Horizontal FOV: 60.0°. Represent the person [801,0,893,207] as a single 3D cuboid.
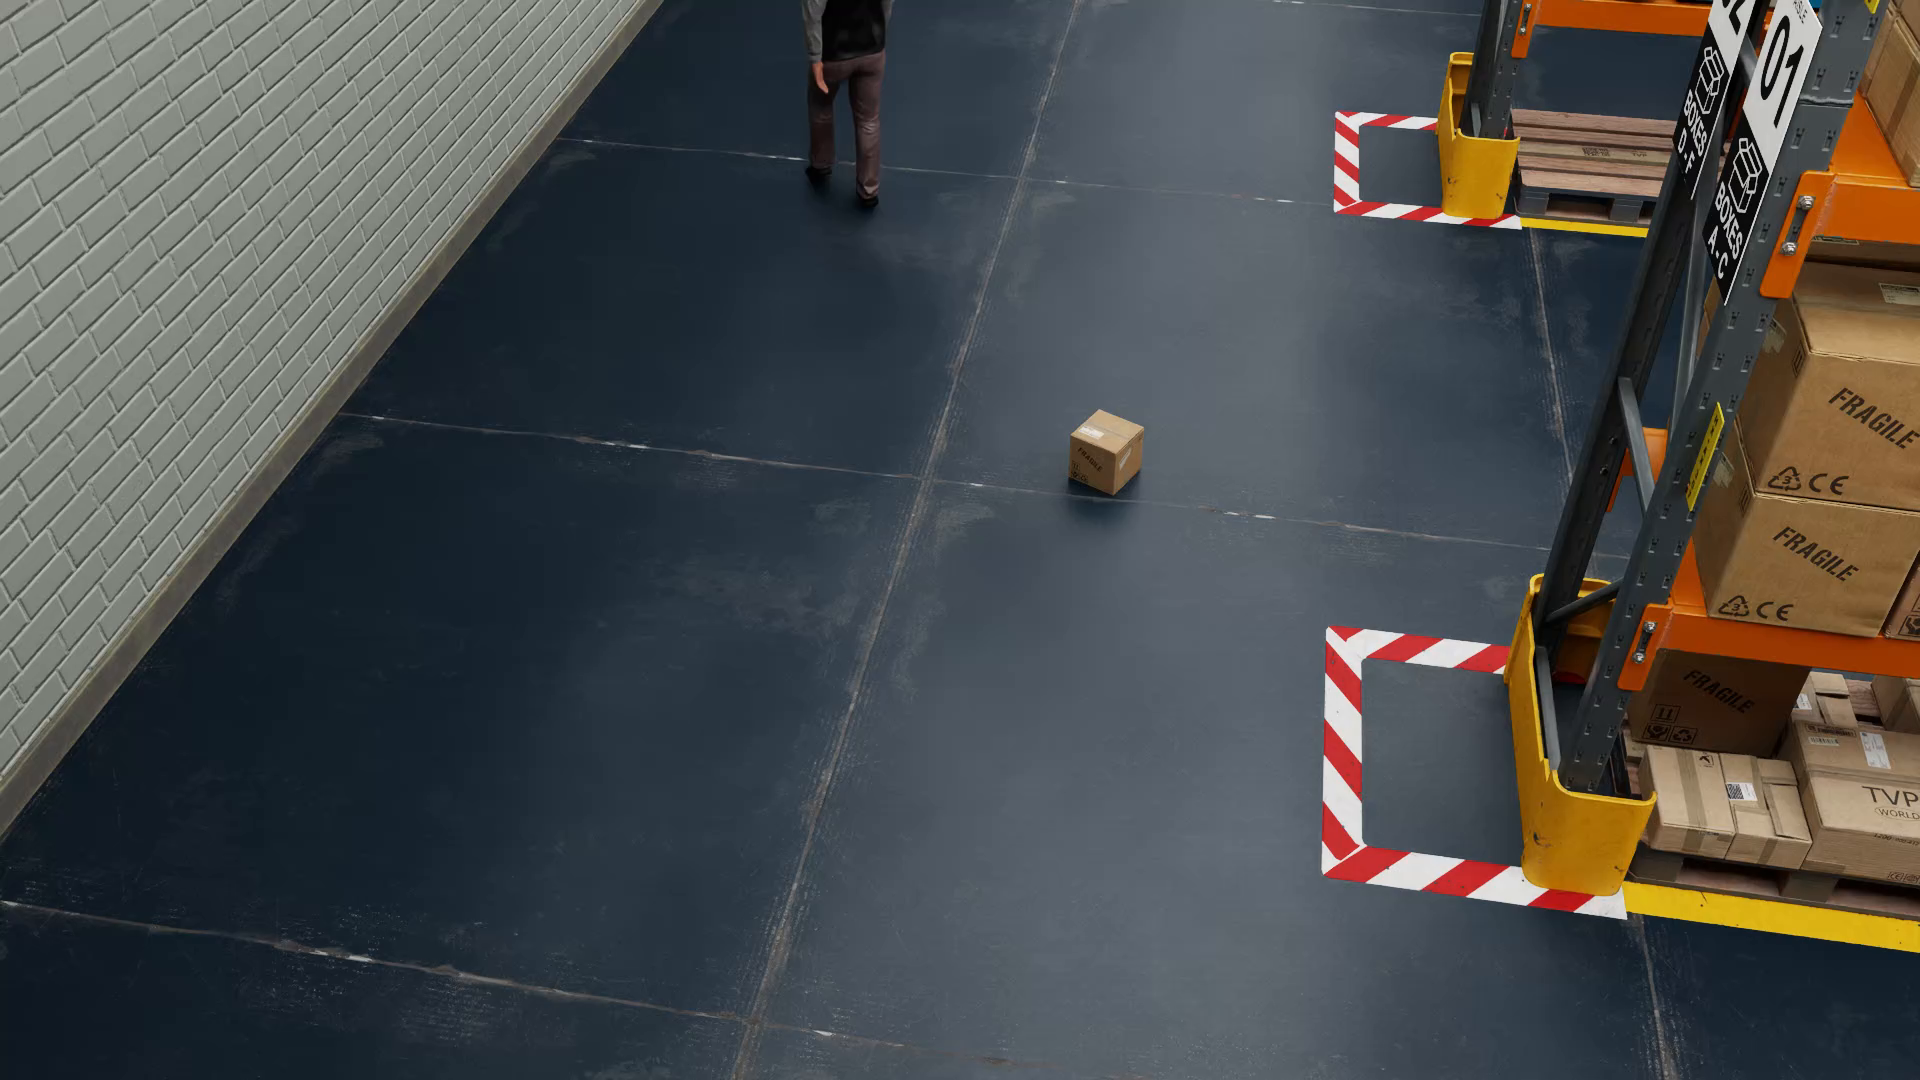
[{"bbox_3d":[-0.652,-2.760,9.450,0.556,1.769,0.722,-13,42,-15],"label":"person"}]
